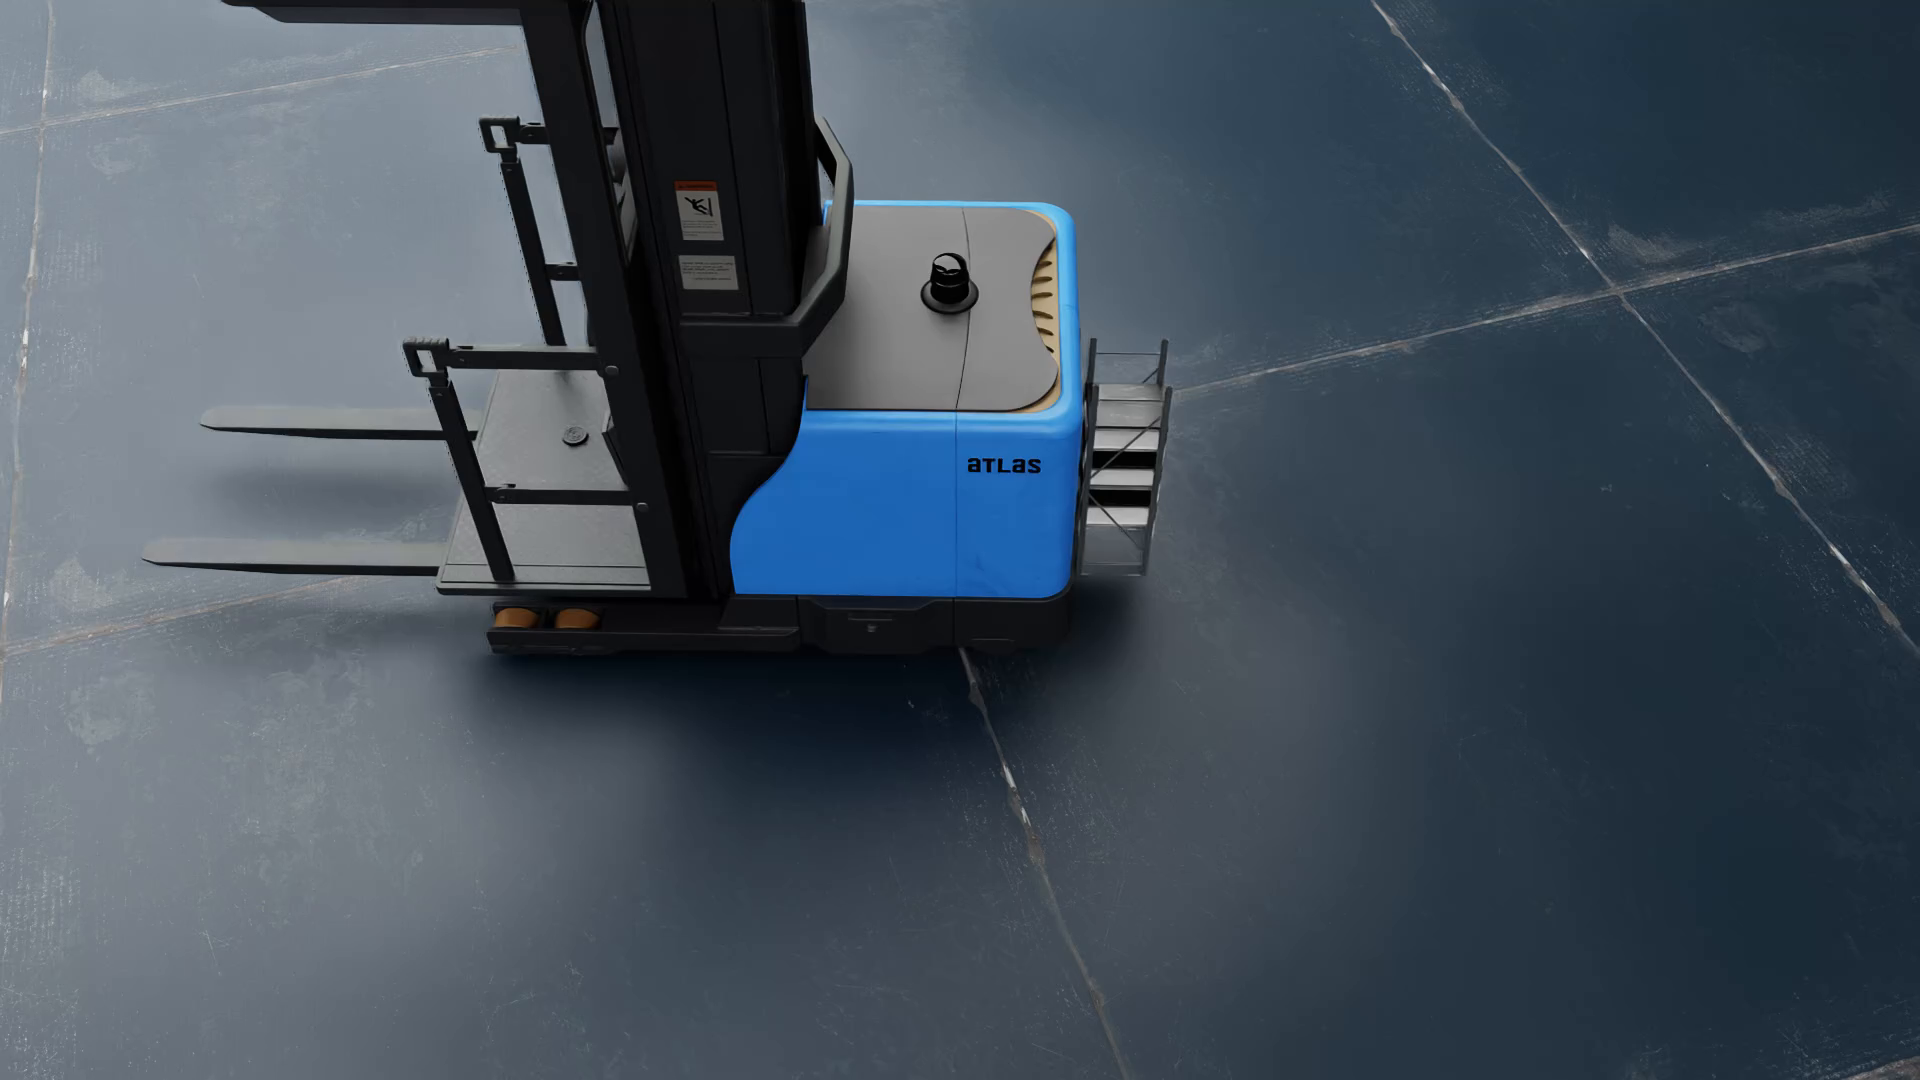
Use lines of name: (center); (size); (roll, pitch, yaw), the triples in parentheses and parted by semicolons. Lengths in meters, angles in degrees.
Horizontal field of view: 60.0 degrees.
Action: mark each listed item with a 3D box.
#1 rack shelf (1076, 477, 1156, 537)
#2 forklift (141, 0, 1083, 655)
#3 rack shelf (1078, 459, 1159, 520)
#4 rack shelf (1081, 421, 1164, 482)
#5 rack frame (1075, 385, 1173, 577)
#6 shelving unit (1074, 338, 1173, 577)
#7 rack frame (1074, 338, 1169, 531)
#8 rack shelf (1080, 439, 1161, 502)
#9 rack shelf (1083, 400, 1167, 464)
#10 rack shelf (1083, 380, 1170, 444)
rack shelf: (0.515, -0.110, 5.532); (0.258, 0.077, 0.200); (1, 50, 1)
forklift: (-1.147, -0.973, 4.653); (3.031, 2.935, 1.130); (1, 50, 1)
rack shelf: (0.515, -0.168, 5.463); (0.258, 0.077, 0.200); (1, 50, 1)
rack shelf: (0.516, -0.284, 5.326); (0.258, 0.077, 0.200); (1, 50, 1)
rack frame: (0.514, -0.170, 5.304); (0.240, 0.900, 0.006); (1, 50, 1)
shelving unit: (0.516, -0.247, 5.369); (0.258, 0.900, 0.210); (1, 50, 1)
rack frame: (0.517, -0.325, 5.435); (0.240, 0.900, 0.006); (1, 50, 1)
rack shelf: (0.515, -0.226, 5.395); (0.258, 0.077, 0.200); (1, 50, 1)
rack shelf: (0.516, -0.342, 5.257); (0.258, 0.077, 0.200); (1, 50, 1)
rack shelf: (0.516, -0.400, 5.188); (0.258, 0.077, 0.200); (1, 50, 1)
